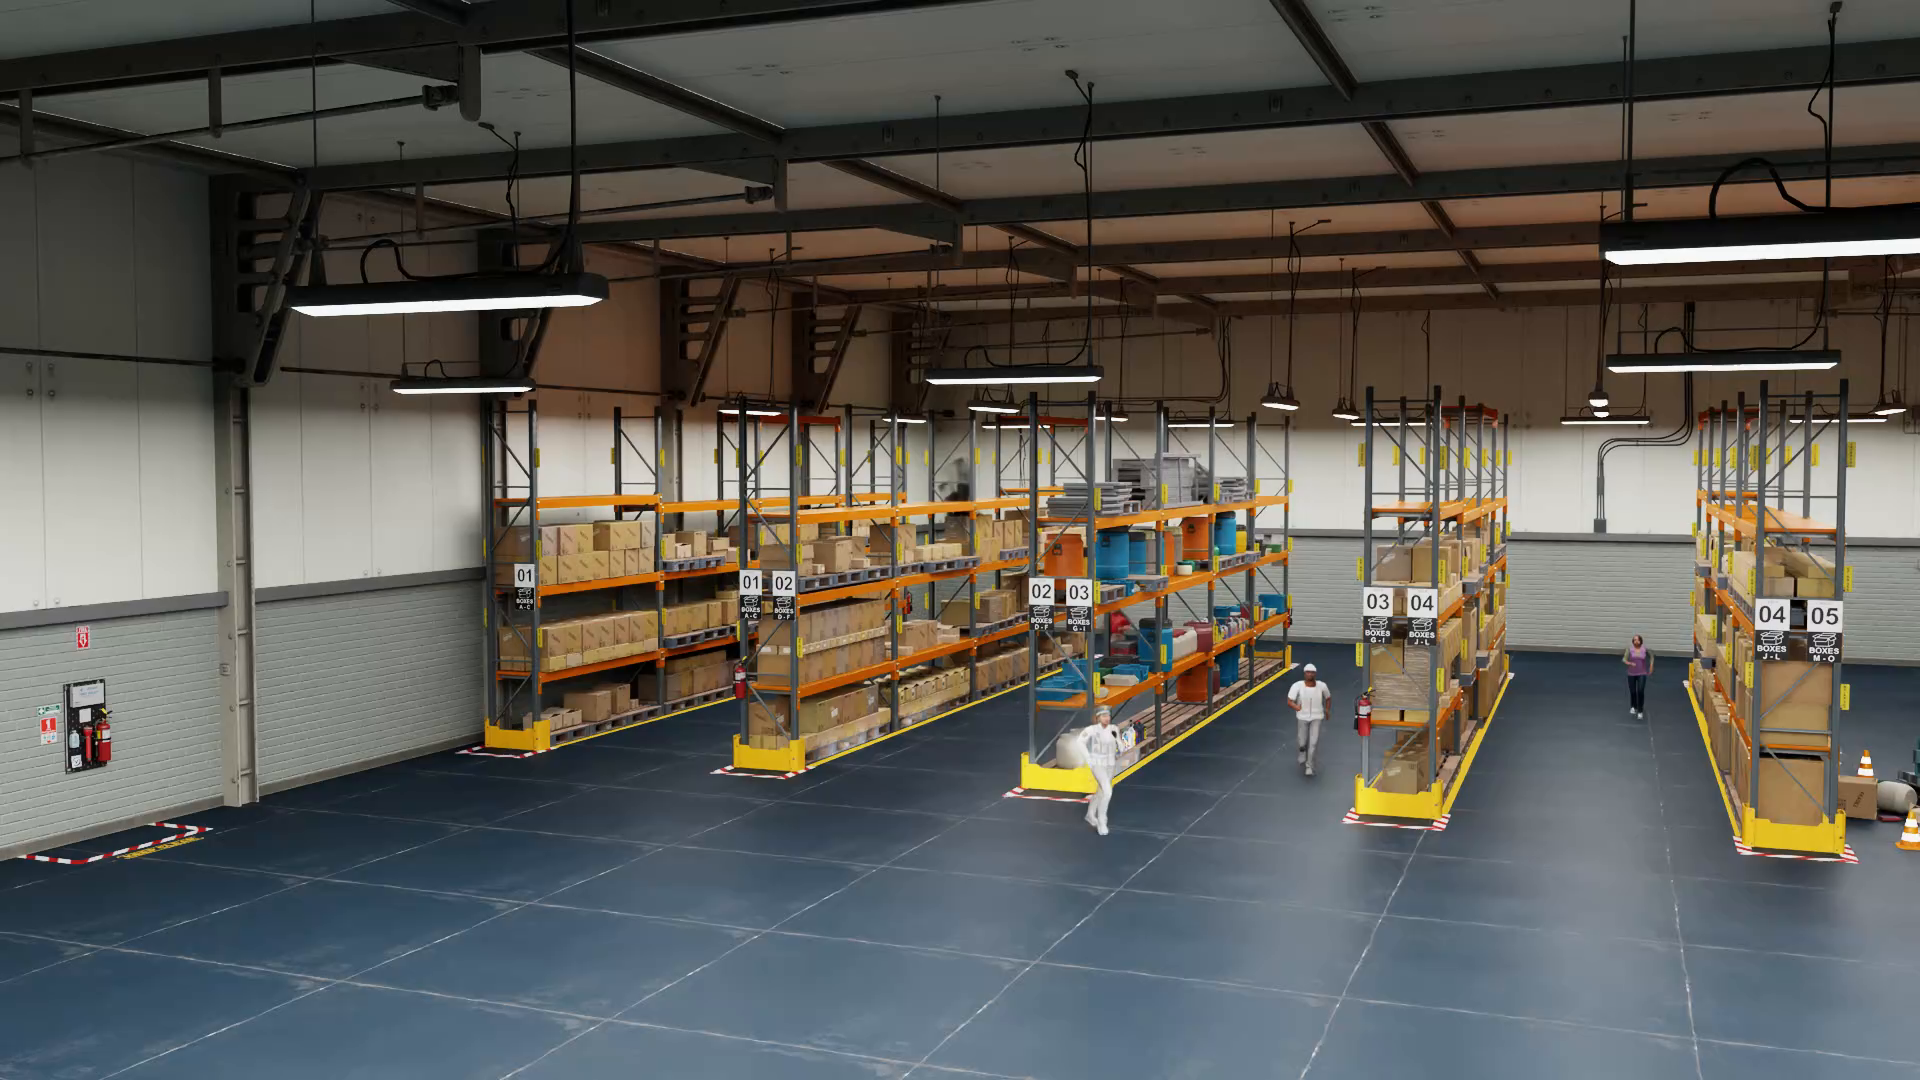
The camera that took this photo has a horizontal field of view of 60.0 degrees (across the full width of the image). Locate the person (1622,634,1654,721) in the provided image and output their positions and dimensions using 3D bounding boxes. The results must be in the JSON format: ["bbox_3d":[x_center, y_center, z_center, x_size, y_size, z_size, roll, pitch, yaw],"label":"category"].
[{"bbox_3d":[13.021,2.633,31.968,0.546,1.656,0.709,1,3,25],"label":"person"}]

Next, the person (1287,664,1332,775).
[{"bbox_3d":[5.551,2.829,26.420,0.708,1.731,0.733,0,3,8],"label":"person"}]

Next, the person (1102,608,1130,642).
[{"bbox_3d":[3.550,2.287,37.843,0.636,1.747,0.703,0,3,5],"label":"person"}]

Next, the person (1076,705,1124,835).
[{"bbox_3d":[1.925,3.075,22.312,0.578,1.752,0.732,-2,3,-30],"label":"person"}]
